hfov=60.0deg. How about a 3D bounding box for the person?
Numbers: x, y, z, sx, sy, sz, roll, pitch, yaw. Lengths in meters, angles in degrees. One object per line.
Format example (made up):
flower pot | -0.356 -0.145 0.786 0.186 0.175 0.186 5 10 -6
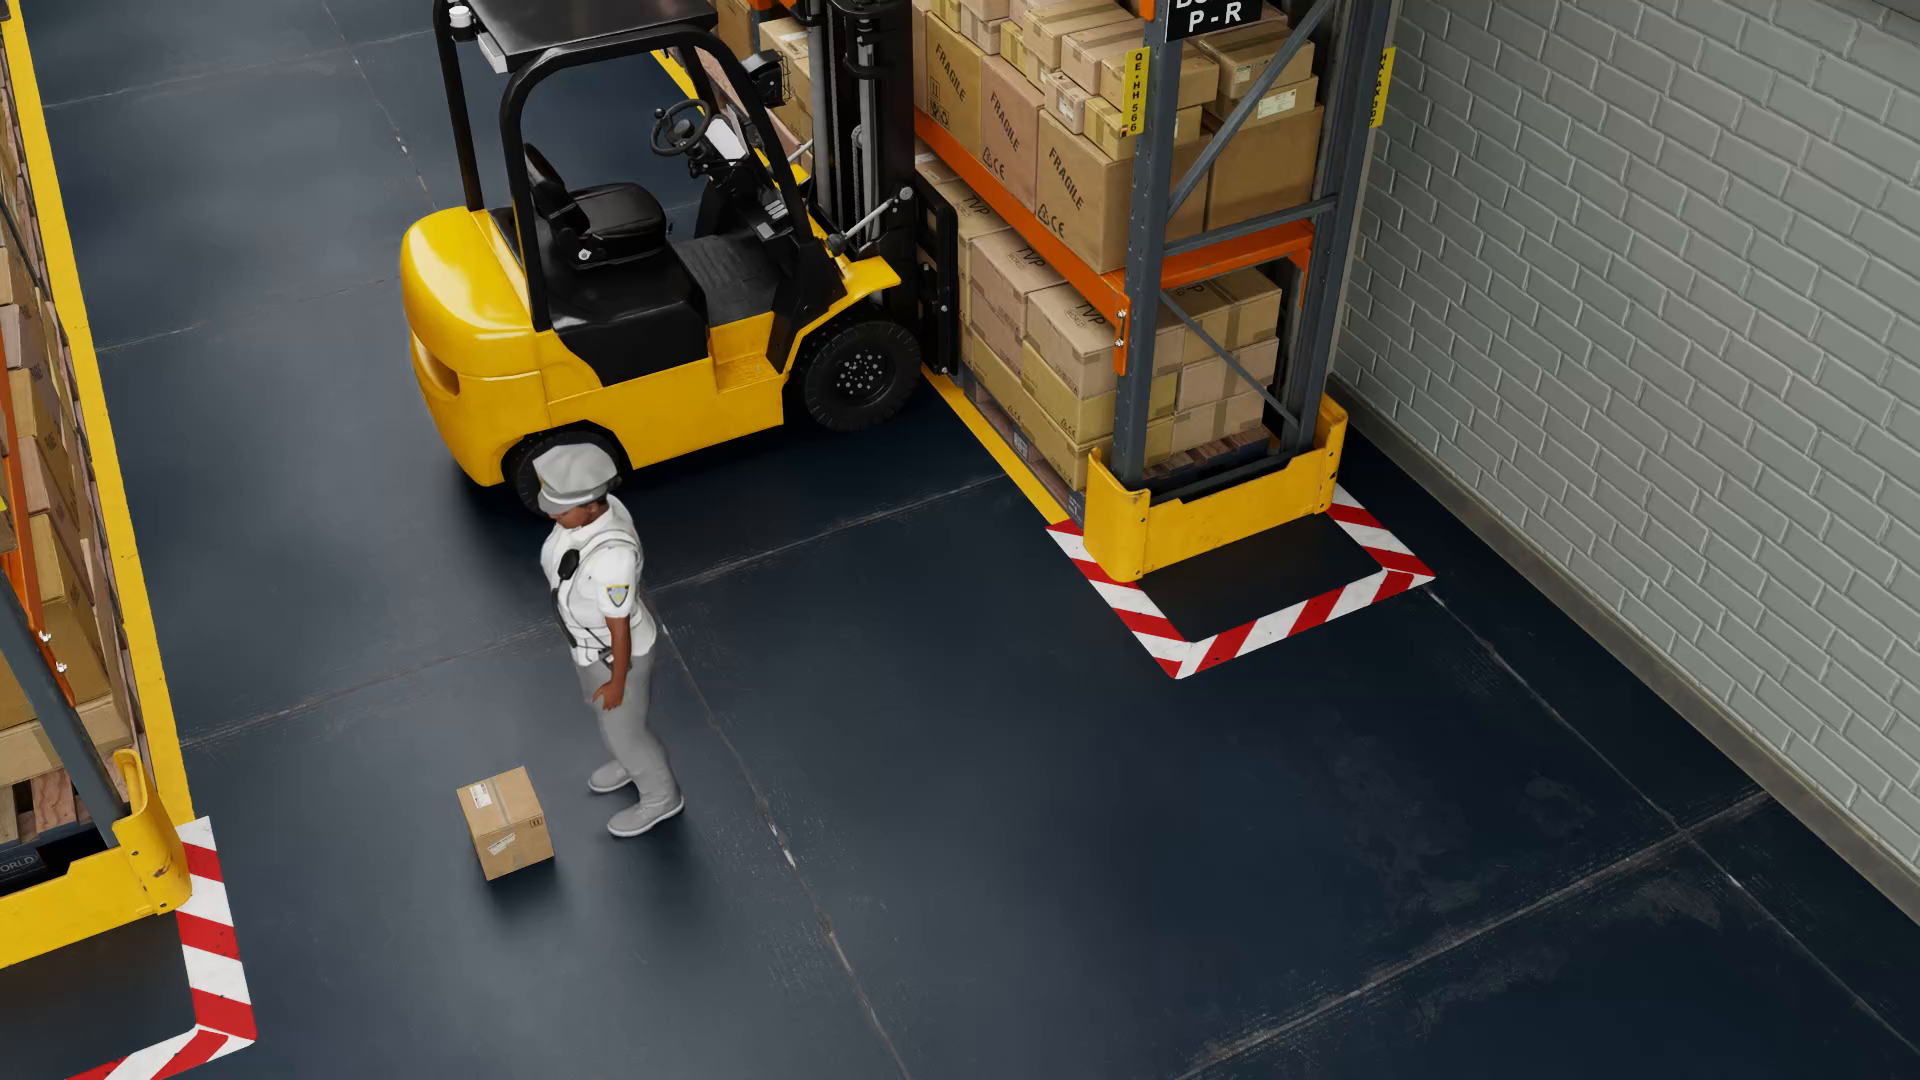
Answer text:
person | -1.217 0.369 5.750 0.341 1.659 0.438 -18 45 -19
